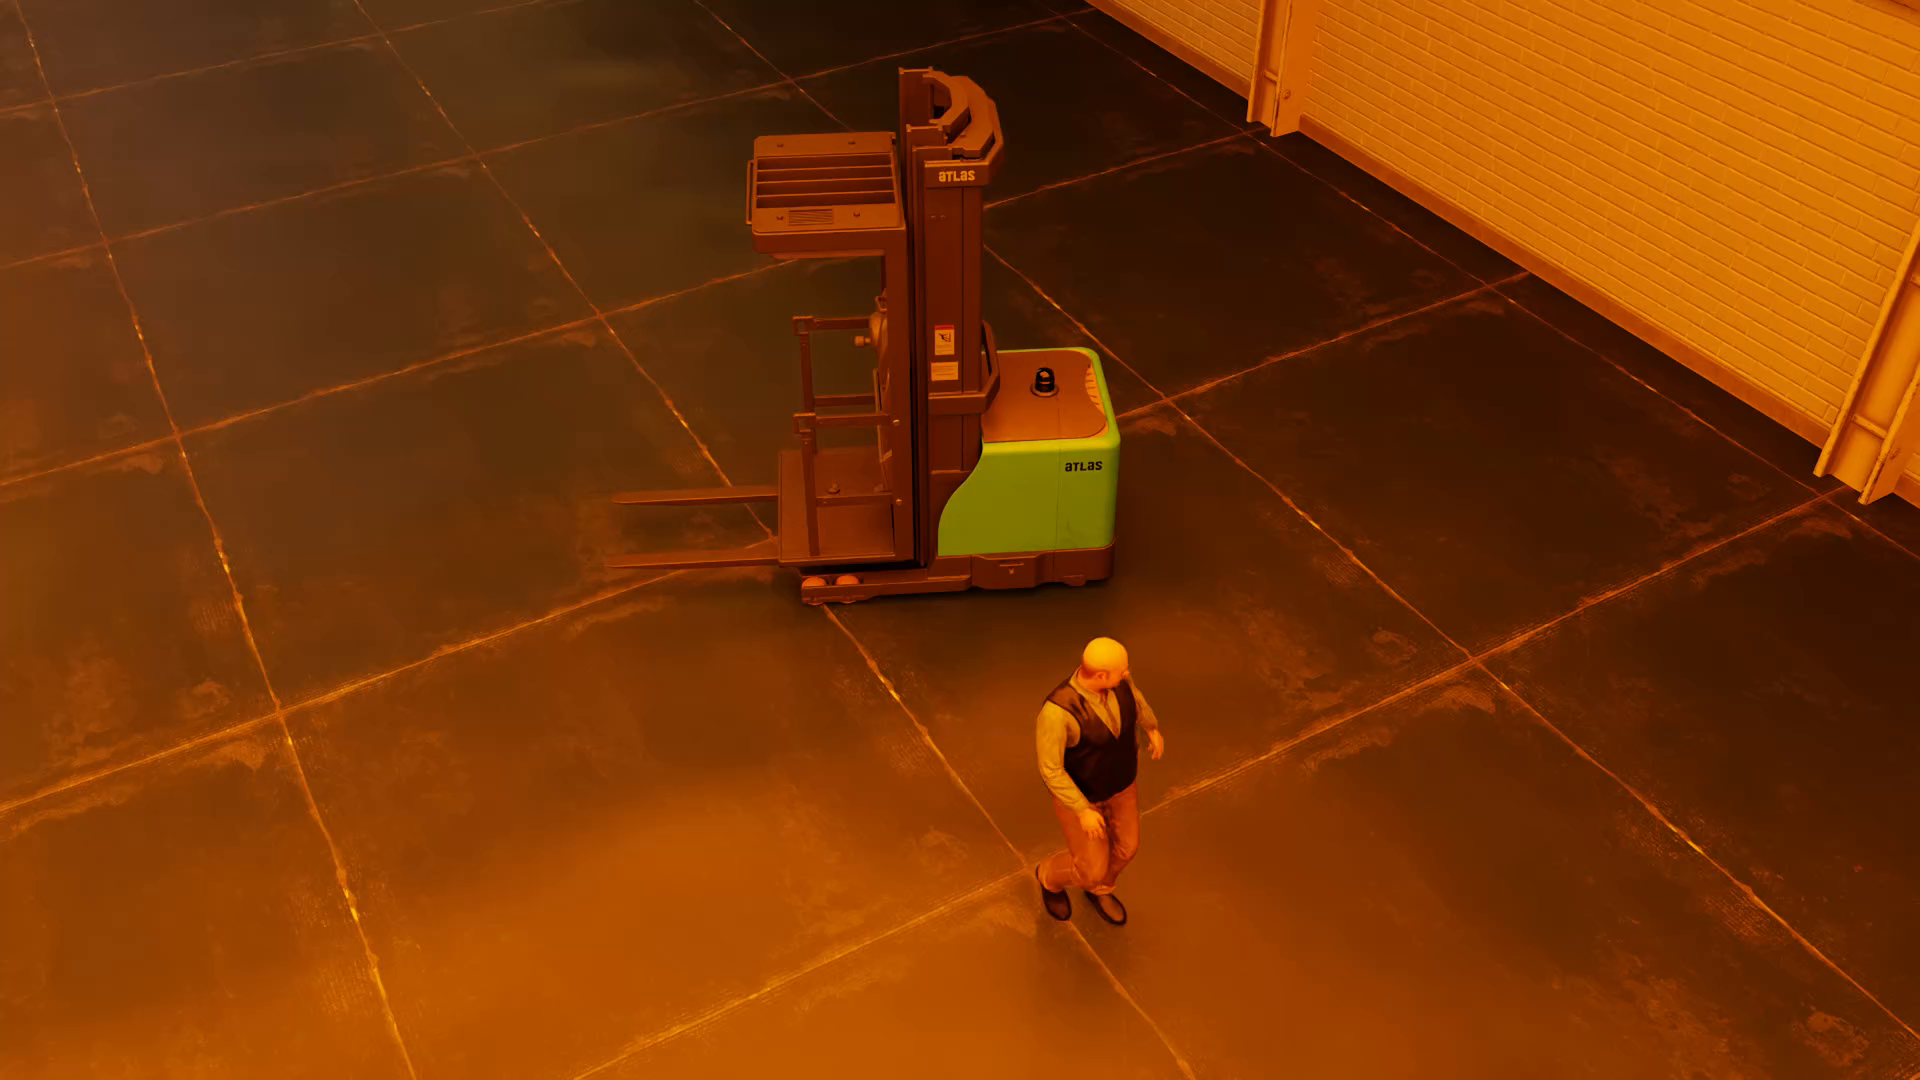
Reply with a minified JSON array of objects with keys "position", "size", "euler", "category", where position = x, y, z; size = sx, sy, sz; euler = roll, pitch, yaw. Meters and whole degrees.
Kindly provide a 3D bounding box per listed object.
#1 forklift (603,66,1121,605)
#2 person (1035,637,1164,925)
[{"position":[-0.621,-1.096,9.357],"size":[3.031,2.935,1.130],"euler":[-3,40,-4],"category":"forklift"},{"position":[0.672,1.111,7.677],"size":[0.760,1.688,0.481],"euler":[-25,46,-27],"category":"person"}]
